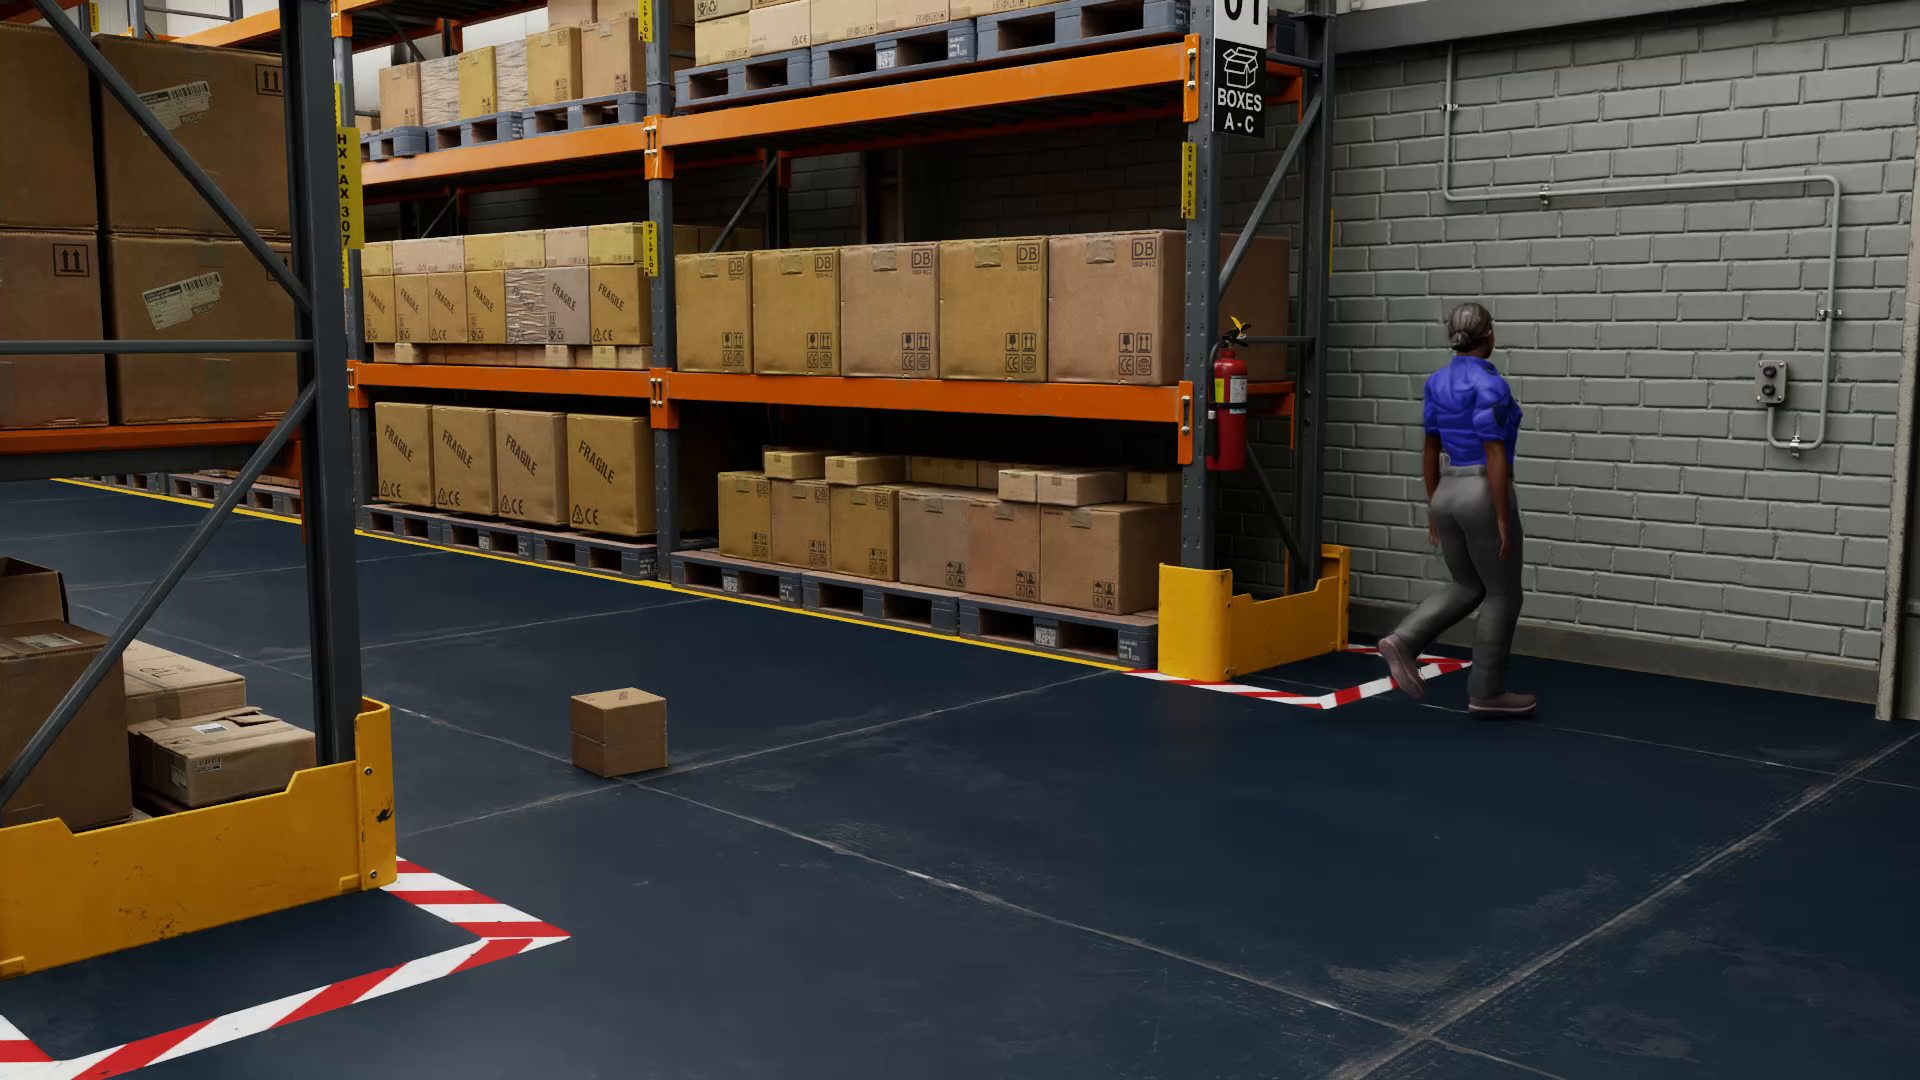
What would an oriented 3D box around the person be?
[{"bbox_3d":[2.011,-0.123,6.633,0.613,1.635,0.477,-3,8,-20],"label":"person"}]
